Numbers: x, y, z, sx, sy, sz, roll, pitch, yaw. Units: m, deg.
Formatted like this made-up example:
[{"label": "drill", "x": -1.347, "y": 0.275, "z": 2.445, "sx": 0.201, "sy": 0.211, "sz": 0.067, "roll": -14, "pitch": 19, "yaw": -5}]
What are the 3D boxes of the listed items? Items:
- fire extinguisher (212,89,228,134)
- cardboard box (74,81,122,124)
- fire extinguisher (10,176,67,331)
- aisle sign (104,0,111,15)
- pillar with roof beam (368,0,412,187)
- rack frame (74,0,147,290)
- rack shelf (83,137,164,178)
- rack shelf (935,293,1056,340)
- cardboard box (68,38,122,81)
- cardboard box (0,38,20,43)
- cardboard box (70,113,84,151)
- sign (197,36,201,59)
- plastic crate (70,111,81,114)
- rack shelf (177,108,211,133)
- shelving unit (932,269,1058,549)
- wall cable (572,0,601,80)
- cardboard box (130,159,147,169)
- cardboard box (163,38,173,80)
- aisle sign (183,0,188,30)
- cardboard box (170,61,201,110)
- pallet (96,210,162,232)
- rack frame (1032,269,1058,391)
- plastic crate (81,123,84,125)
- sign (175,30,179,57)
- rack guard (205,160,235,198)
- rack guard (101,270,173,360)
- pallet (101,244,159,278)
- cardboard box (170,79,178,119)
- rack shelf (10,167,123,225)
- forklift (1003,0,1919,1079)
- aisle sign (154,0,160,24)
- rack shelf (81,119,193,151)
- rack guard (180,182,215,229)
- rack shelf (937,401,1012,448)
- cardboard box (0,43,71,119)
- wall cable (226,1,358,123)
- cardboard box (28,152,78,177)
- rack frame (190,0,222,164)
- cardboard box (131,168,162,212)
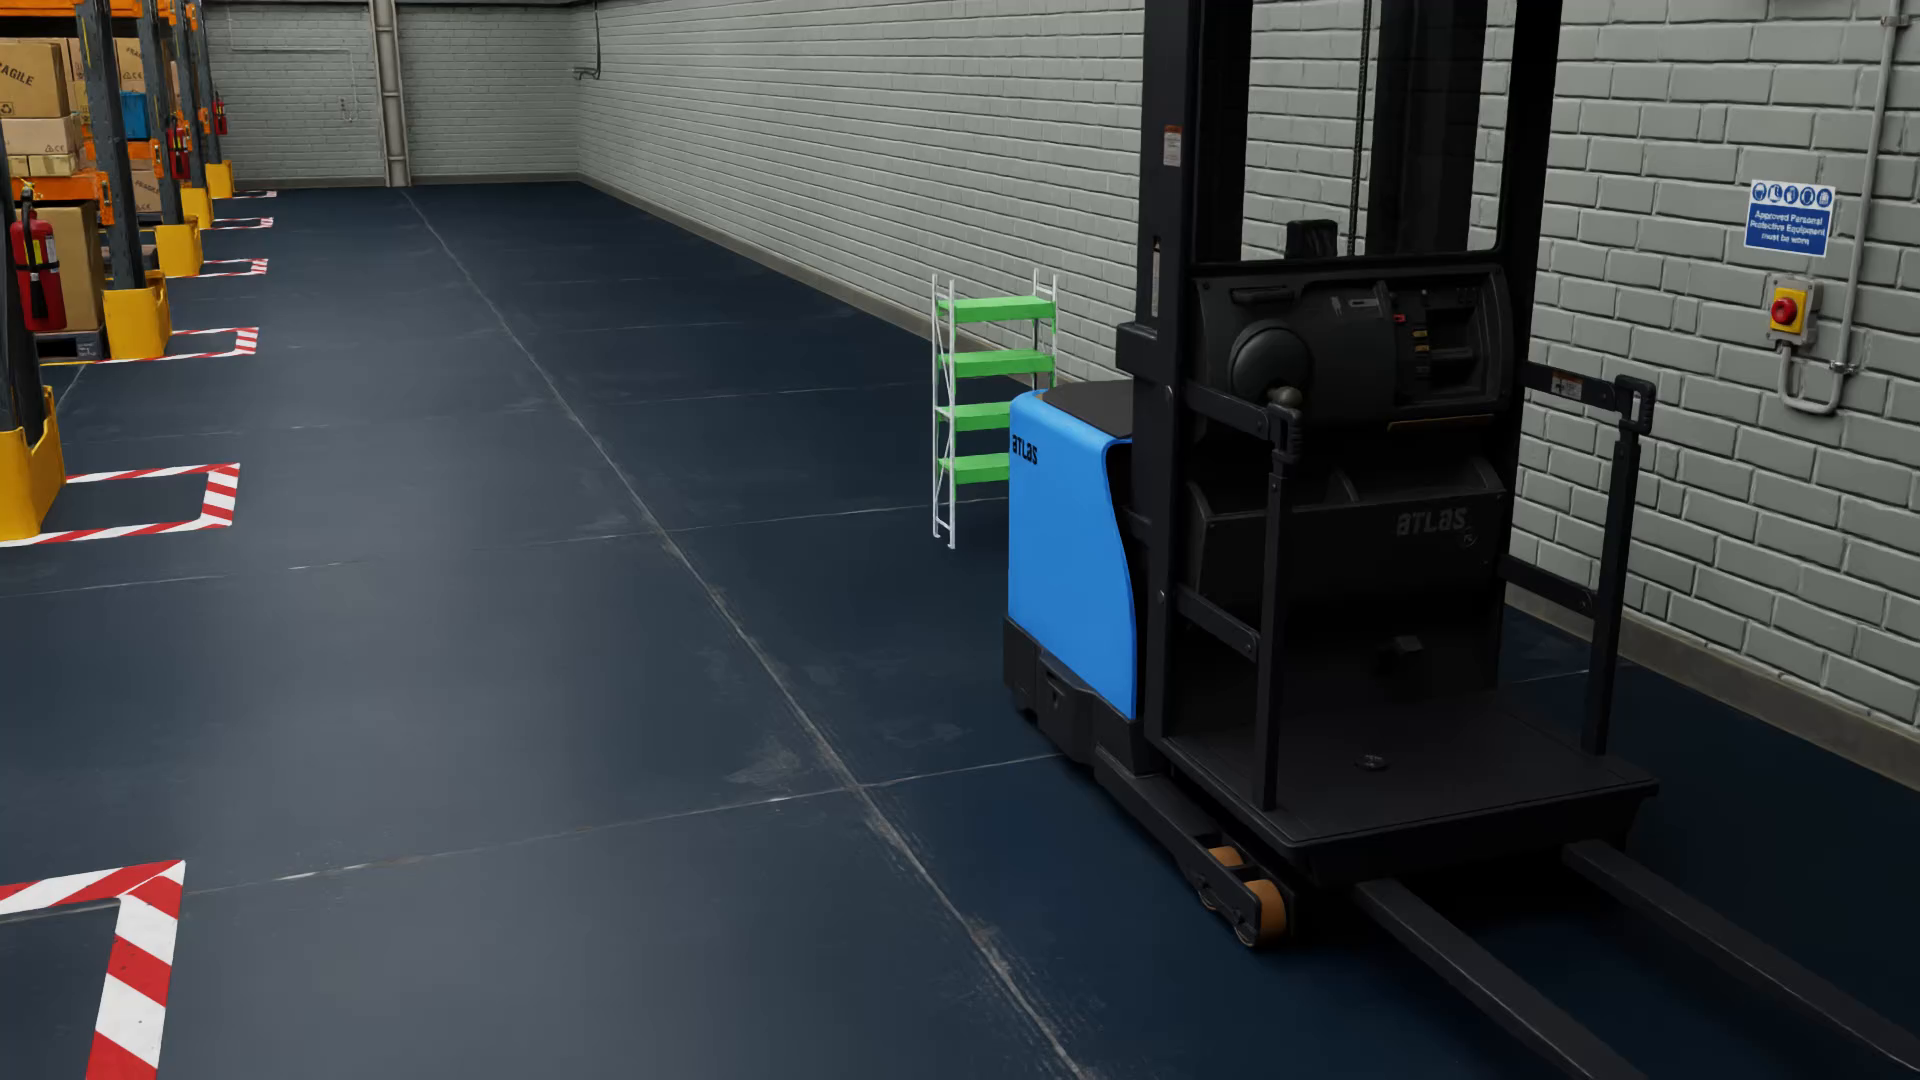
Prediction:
[{"label": "fire extinguisher", "x": -11.226, "y": -6.495, "z": 25.190, "sx": 0.183, "sy": 0.674, "sz": 0.296, "roll": -6, "pitch": 17, "yaw": -20}, {"label": "cardboard box", "x": -10.560, "y": -5.392, "z": 20.458, "sx": 0.500, "sy": 0.500, "sz": 0.500, "roll": -6, "pitch": 17, "yaw": -20}, {"label": "fire extinguisher", "x": -4.134, "y": -1.280, "z": 7.432, "sx": 0.183, "sy": 0.674, "sz": 0.296, "roll": -6, "pitch": 17, "yaw": -20}, {"label": "aisle sign", "x": -6.255, "y": -4.241, "z": 12.102, "sx": 0.004, "sy": 0.787, "sz": 0.394, "roll": -6, "pitch": 17, "yaw": -20}, {"label": "pillar with roof beam", "x": -7.780, "y": -9.062, "z": 22.488, "sx": 0.400, "sy": 9.000, "sz": 9.100, "roll": -6, "pitch": 17, "yaw": -20}, {"label": "rack frame", "x": -6.214, "y": -2.907, "z": 12.174, "sx": 0.127, "sy": 3.000, "sz": 1.000, "roll": -6, "pitch": 17, "yaw": -20}, {"label": "rack shelf", "x": -9.854, "y": -3.663, "z": 16.027, "sx": 4.000, "sy": 0.370, "sz": 1.077, "roll": -6, "pitch": 17, "yaw": -20}, {"label": "rack shelf", "x": 0.155, "y": -0.992, "z": 7.369, "sx": 0.480, "sy": 0.148, "sz": 0.258, "roll": -6, "pitch": 17, "yaw": -20}, {"label": "cardboard box", "x": -10.544, "y": -5.873, "z": 20.323, "sx": 0.500, "sy": 0.500, "sz": 0.500, "roll": -6, "pitch": 17, "yaw": -19}, {"label": "cardboard box", "x": -11.506, "y": -5.768, "z": 19.964, "sx": 0.500, "sy": 0.500, "sz": 0.500, "roll": -6, "pitch": 17, "yaw": -18}, {"label": "cardboard box", "x": -6.759, "y": -3.001, "z": 12.231, "sx": 0.500, "sy": 0.250, "sz": 0.500, "roll": -7, "pitch": 18, "yaw": -22}, {"label": "sign", "x": -11.351, "y": -7.342, "z": 24.801, "sx": 0.005, "sy": 0.325, "sz": 0.100, "roll": -6, "pitch": 17, "yaw": -20}, {"label": "plastic crate", "x": -8.950, "y": -4.154, "z": 16.611, "sx": 0.300, "sy": 0.233, "sz": 0.416, "roll": -6, "pitch": 17, "yaw": -20}, {"label": "rack shelf", "x": -13.399, "y": -6.270, "z": 24.903, "sx": 4.000, "sy": 0.370, "sz": 1.077, "roll": -6, "pitch": 17, "yaw": -20}, {"label": "shelving unit", "x": 0.155, "y": -0.592, "z": 7.486, "sx": 0.503, "sy": 1.200, "sz": 0.258, "roll": -6, "pitch": 17, "yaw": -20}, {"label": "wall cable", "x": -6.122, "y": -8.682, "z": 26.702, "sx": 0.112, "sy": 2.526, "sz": 3.097, "roll": -6, "pitch": 17, "yaw": -20}, {"label": "cardboard box", "x": -12.617, "y": -5.672, "z": 25.279, "sx": 0.500, "sy": 0.500, "sz": 0.700, "roll": -6, "pitch": 17, "yaw": -20}, {"label": "cardboard box", "x": -10.264, "y": -6.066, "z": 20.980, "sx": 0.500, "sy": 0.500, "sz": 0.500, "roll": -6, "pitch": 17, "yaw": -18}, {"label": "aisle sign", "x": -9.797, "y": -6.845, "z": 20.971, "sx": 0.004, "sy": 0.787, "sz": 0.394, "roll": -6, "pitch": 17, "yaw": -20}, {"label": "cardboard box", "x": -12.004, "y": -6.907, "z": 25.262, "sx": 0.700, "sy": 0.700, "sz": 0.980, "roll": -5, "pitch": 17, "yaw": -18}, {"label": "pallet", "x": -10.571, "y": -4.088, "z": 21.144, "sx": 1.213, "sy": 0.211, "sz": 1.003, "roll": -6, "pitch": 17, "yaw": -20}, {"label": "rack frame", "x": 0.382, "y": -0.617, "z": 7.570, "sx": 0.015, "sy": 1.200, "sz": 0.240, "roll": -6, "pitch": 17, "yaw": -20}, {"label": "plastic crate", "x": -8.683, "y": -3.983, "z": 16.198, "sx": 0.243, "sy": 0.136, "sz": 0.396, "roll": -6, "pitch": 17, "yaw": -20}, {"label": "sign", "x": -9.576, "y": -6.073, "z": 20.339, "sx": 0.005, "sy": 0.325, "sz": 0.100, "roll": -6, "pitch": 17, "yaw": -20}, {"label": "rack guard", "x": -11.509, "y": -5.620, "z": 25.849, "sx": 0.348, "sy": 0.500, "sz": 1.175, "roll": -6, "pitch": 17, "yaw": -20}, {"label": "rack guard", "x": -6.192, "y": -1.710, "z": 12.535, "sx": 0.348, "sy": 0.500, "sz": 1.175, "roll": -6, "pitch": 17, "yaw": -20}, {"label": "pallet", "x": -8.771, "y": -2.799, "z": 16.756, "sx": 1.213, "sy": 0.211, "sz": 1.003, "roll": -6, "pitch": 17, "yaw": -20}, {"label": "cardboard box", "x": -10.264, "y": -5.587, "z": 21.121, "sx": 0.500, "sy": 0.500, "sz": 0.500, "roll": -6, "pitch": 17, "yaw": -19}, {"label": "rack shelf", "x": -8.082, "y": -2.360, "z": 11.589, "sx": 4.000, "sy": 0.370, "sz": 1.077, "roll": -6, "pitch": 17, "yaw": -20}, {"label": "forklift", "x": 1.121, "y": -0.522, "z": 4.175, "sx": 1.130, "sy": 2.935, "sz": 3.031, "roll": -6, "pitch": 17, "yaw": -19}, {"label": "aisle sign", "x": -8.026, "y": -5.543, "z": 16.536, "sx": 0.004, "sy": 0.787, "sz": 0.394, "roll": -6, "pitch": 17, "yaw": -20}, {"label": "rack shelf", "x": -11.623, "y": -4.967, "z": 20.466, "sx": 4.000, "sy": 0.370, "sz": 1.077, "roll": -6, "pitch": 17, "yaw": -20}, {"label": "rack guard", "x": -9.827, "y": -4.307, "z": 21.377, "sx": 0.348, "sy": 0.500, "sz": 1.175, "roll": -6, "pitch": 17, "yaw": -20}, {"label": "rack shelf", "x": 0.155, "y": -0.531, "z": 7.504, "sx": 0.480, "sy": 0.148, "sz": 0.258, "roll": -6, "pitch": 17, "yaw": -20}, {"label": "cardboard box", "x": -6.575, "y": -3.219, "z": 11.645, "sx": 0.500, "sy": 0.500, "sz": 0.500, "roll": -6, "pitch": 17, "yaw": -19}, {"label": "wall cable", "x": -10.675, "y": -7.682, "z": 26.632, "sx": 1.851, "sy": 1.984, "sz": 0.084, "roll": -6, "pitch": 17, "yaw": -20}, {"label": "cardboard box", "x": -6.429, "y": -2.664, "z": 11.792, "sx": 0.250, "sy": 0.149, "sz": 0.380, "roll": -6, "pitch": 17, "yaw": -19}, {"label": "rack frame", "x": -11.532, "y": -6.817, "z": 25.488, "sx": 0.127, "sy": 3.000, "sz": 1.000, "roll": -6, "pitch": 17, "yaw": -20}, {"label": "cardboard box", "x": -10.175, "y": -4.406, "z": 20.934, "sx": 0.500, "sy": 0.500, "sz": 0.500, "roll": -6, "pitch": 17, "yaw": -20}]
